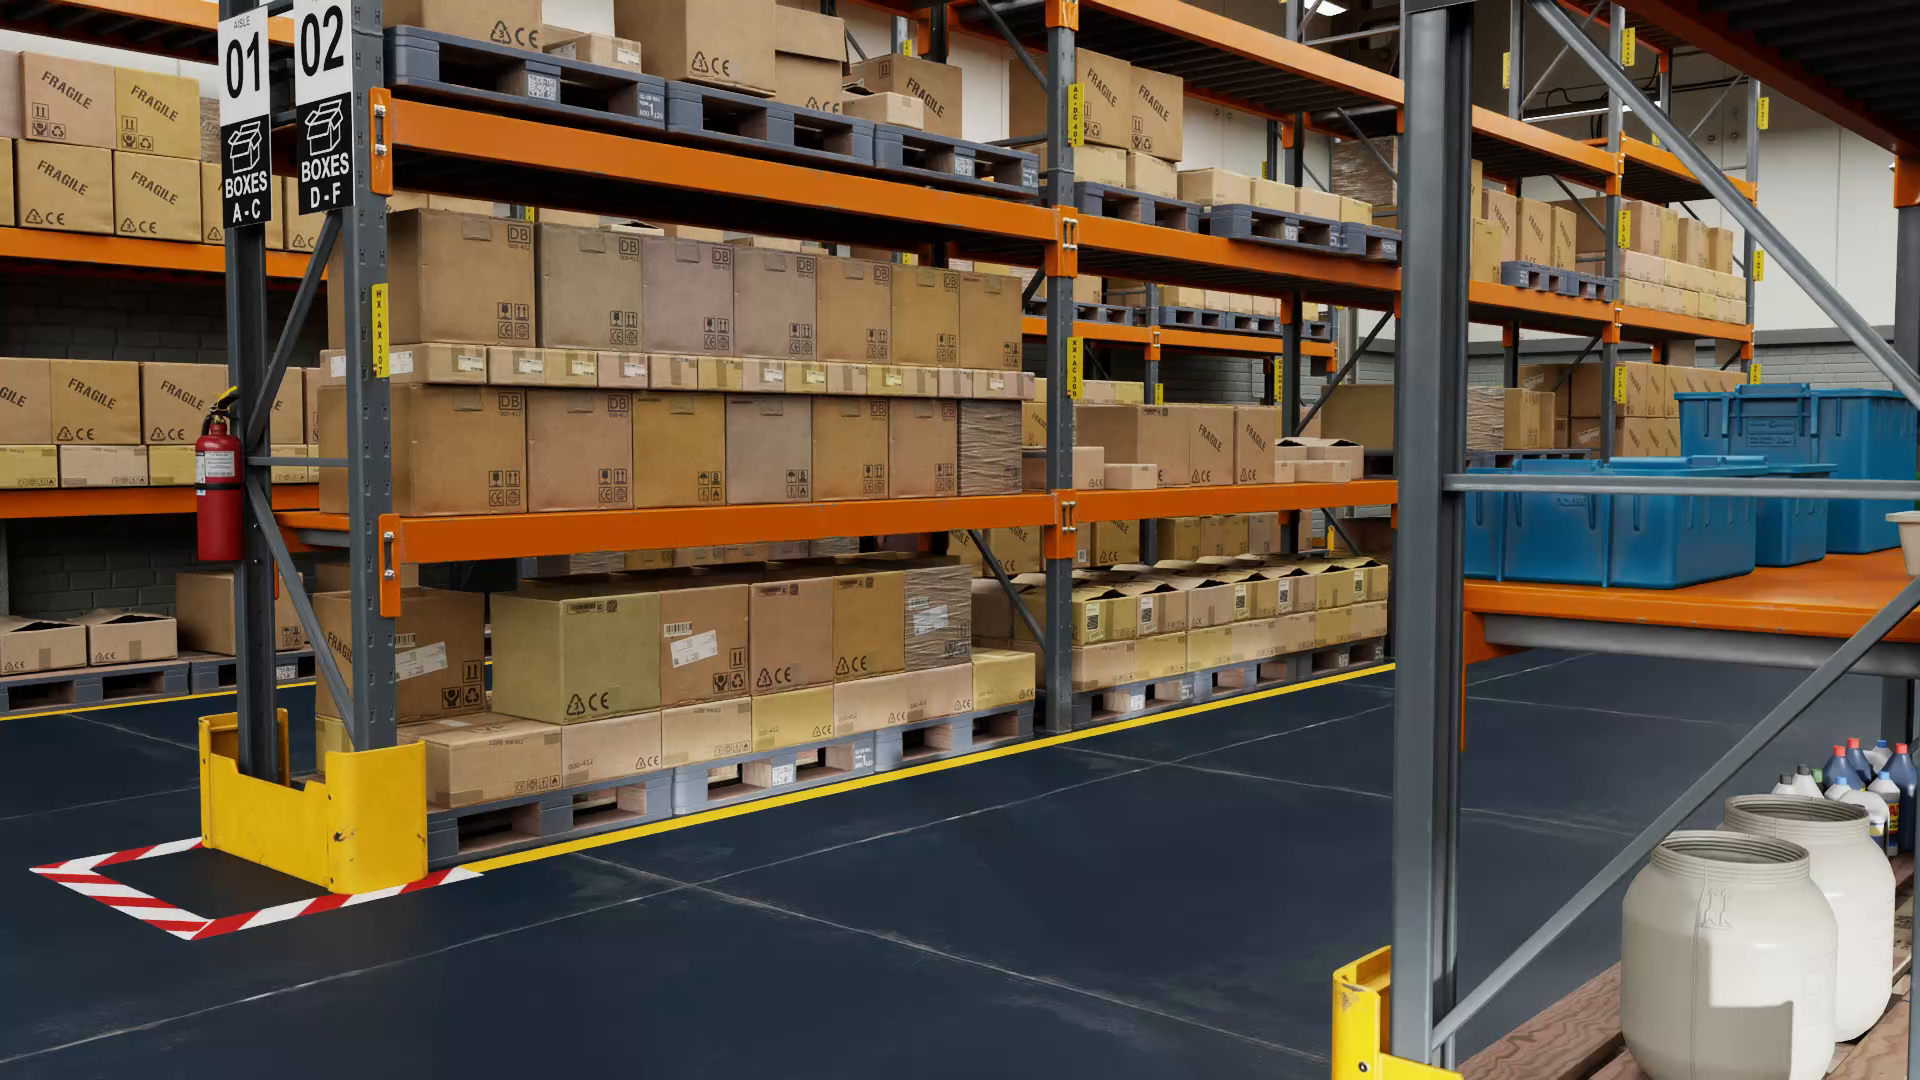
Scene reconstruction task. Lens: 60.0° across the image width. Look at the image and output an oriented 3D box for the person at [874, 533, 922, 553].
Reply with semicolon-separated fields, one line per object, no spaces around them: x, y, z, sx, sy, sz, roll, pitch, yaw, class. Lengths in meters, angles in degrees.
-0.462;-0.089;13.252;0.420;1.783;0.560;3;5;42;person
